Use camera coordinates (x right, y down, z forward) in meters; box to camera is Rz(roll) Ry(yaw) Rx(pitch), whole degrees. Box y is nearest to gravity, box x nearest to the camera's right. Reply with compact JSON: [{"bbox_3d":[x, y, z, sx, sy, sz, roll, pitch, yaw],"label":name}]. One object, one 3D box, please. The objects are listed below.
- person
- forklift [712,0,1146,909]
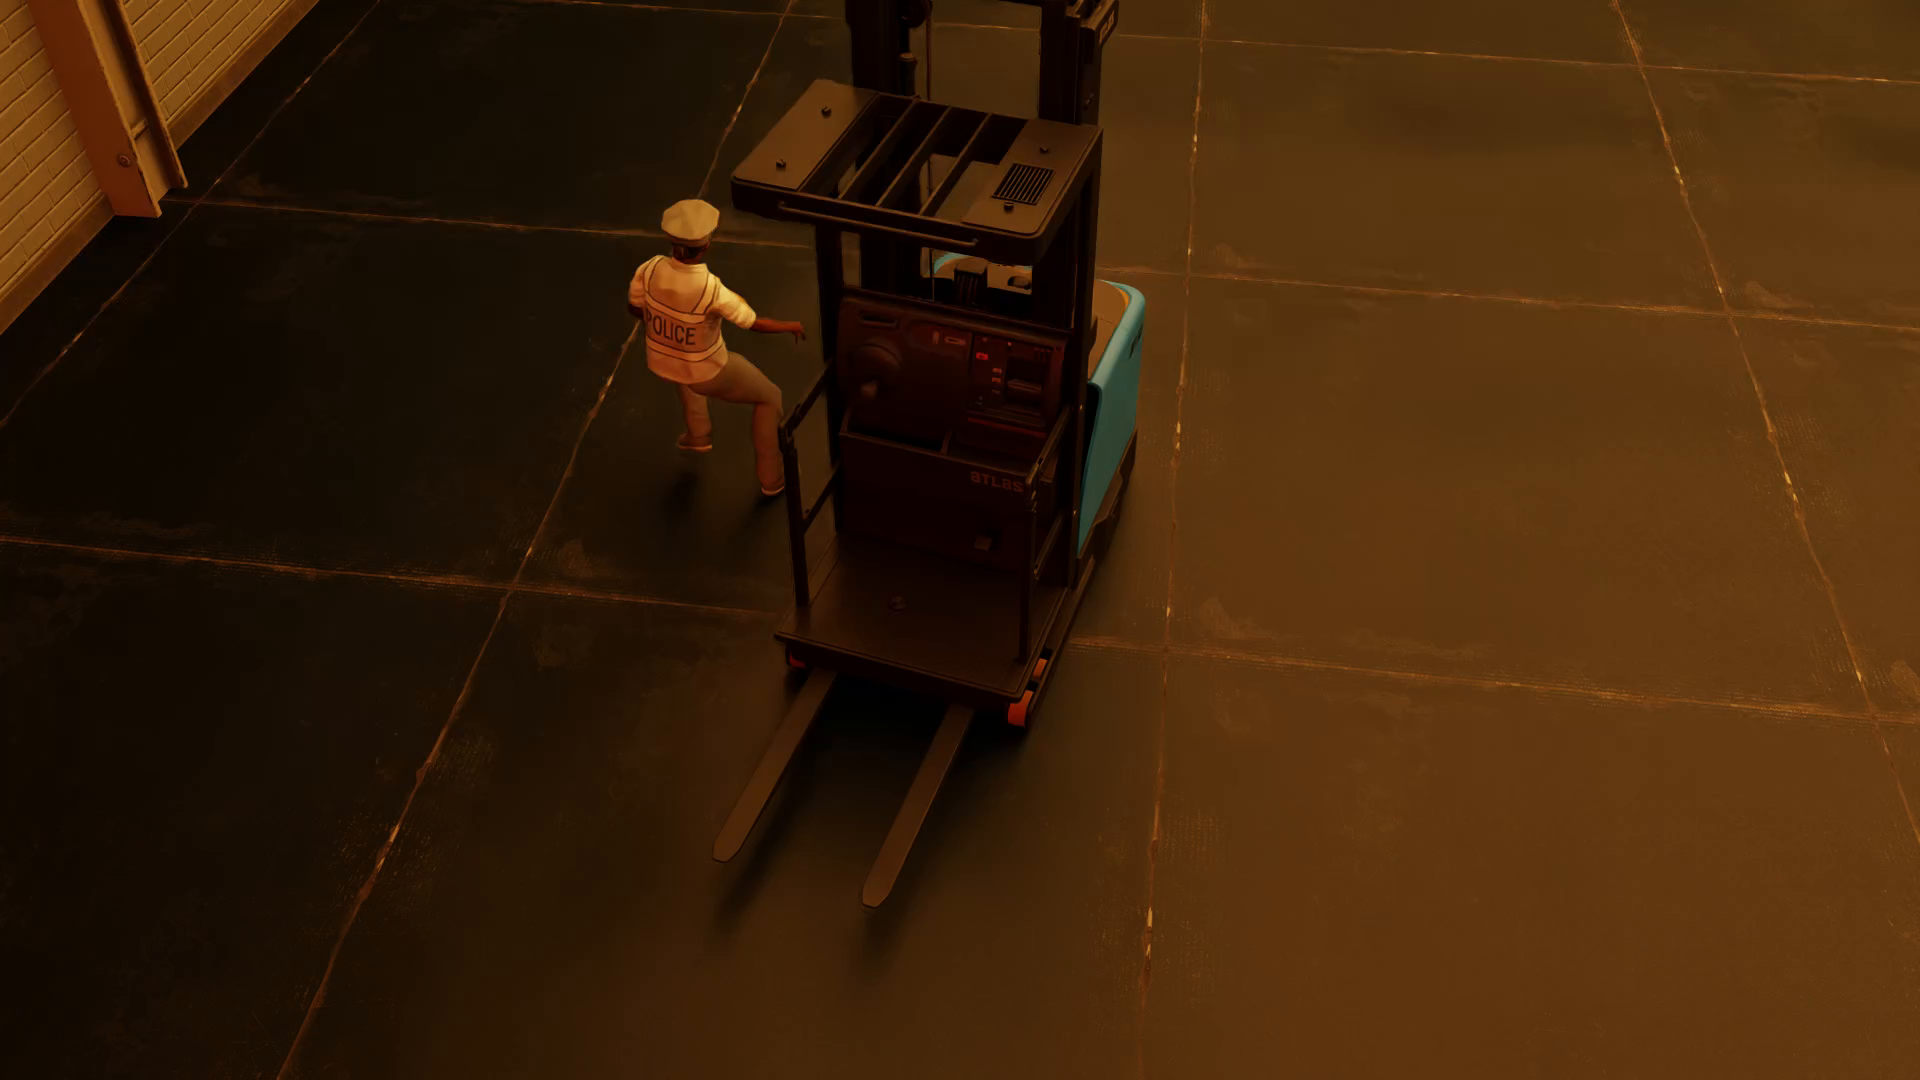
[{"bbox_3d":[-1.154,-0.925,7.782,0.727,1.536,0.612,16,45,17],"label":"person"},{"bbox_3d":[-0.114,-0.606,6.384,1.130,2.935,3.031,14,44,14],"label":"forklift"}]
